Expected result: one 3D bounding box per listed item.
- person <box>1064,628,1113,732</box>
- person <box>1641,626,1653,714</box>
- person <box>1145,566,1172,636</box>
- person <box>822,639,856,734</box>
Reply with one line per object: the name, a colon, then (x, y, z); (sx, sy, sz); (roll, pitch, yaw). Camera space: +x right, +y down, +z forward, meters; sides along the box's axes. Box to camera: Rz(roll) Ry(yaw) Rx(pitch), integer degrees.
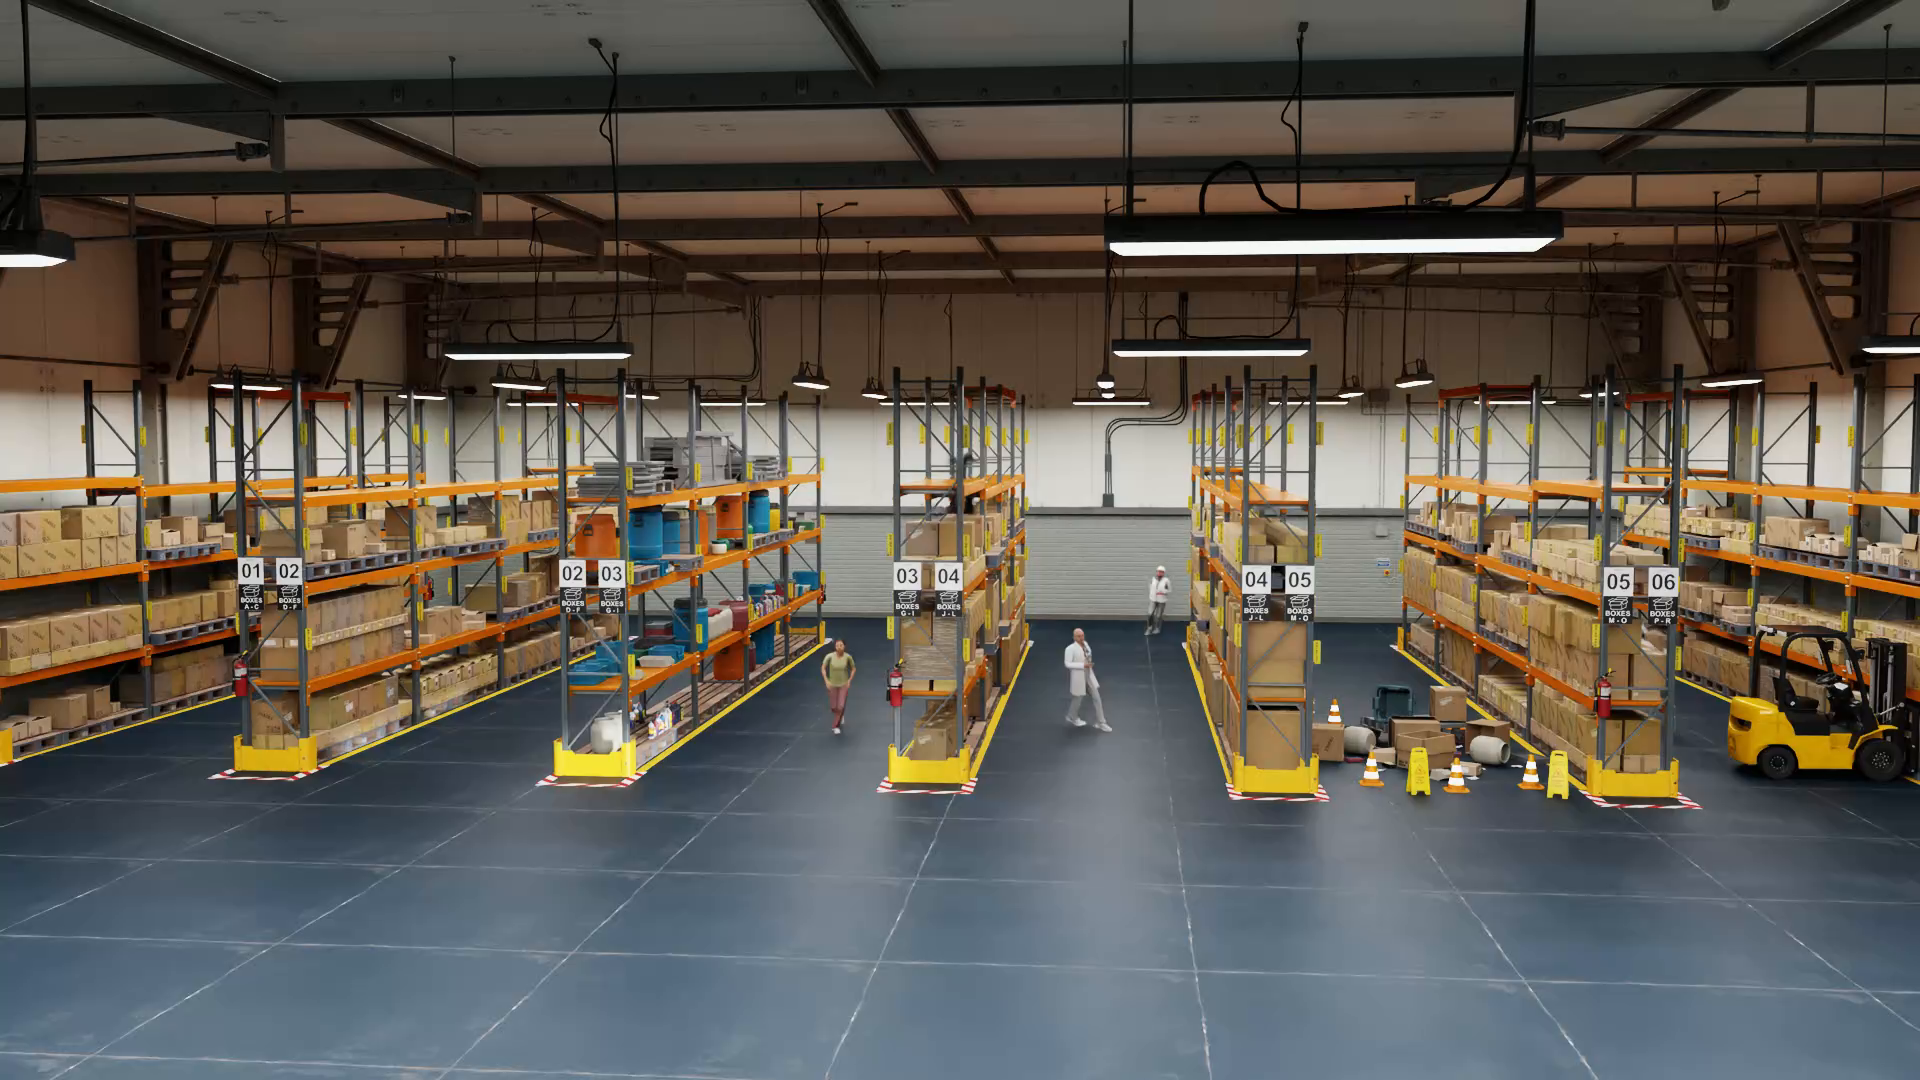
person: (2.015, 2.349, 28.093); (0.724, 1.734, 1.003); (-2, 4, -33)
person: (12.002, 2.329, 29.411); (0.575, 1.666, 0.852); (0, 4, 2)
person: (5.006, 1.541, 41.740); (0.677, 1.789, 0.711); (1, 4, 22)
person: (-2.053, 2.458, 28.189); (0.581, 1.613, 0.558); (0, 4, -3)
